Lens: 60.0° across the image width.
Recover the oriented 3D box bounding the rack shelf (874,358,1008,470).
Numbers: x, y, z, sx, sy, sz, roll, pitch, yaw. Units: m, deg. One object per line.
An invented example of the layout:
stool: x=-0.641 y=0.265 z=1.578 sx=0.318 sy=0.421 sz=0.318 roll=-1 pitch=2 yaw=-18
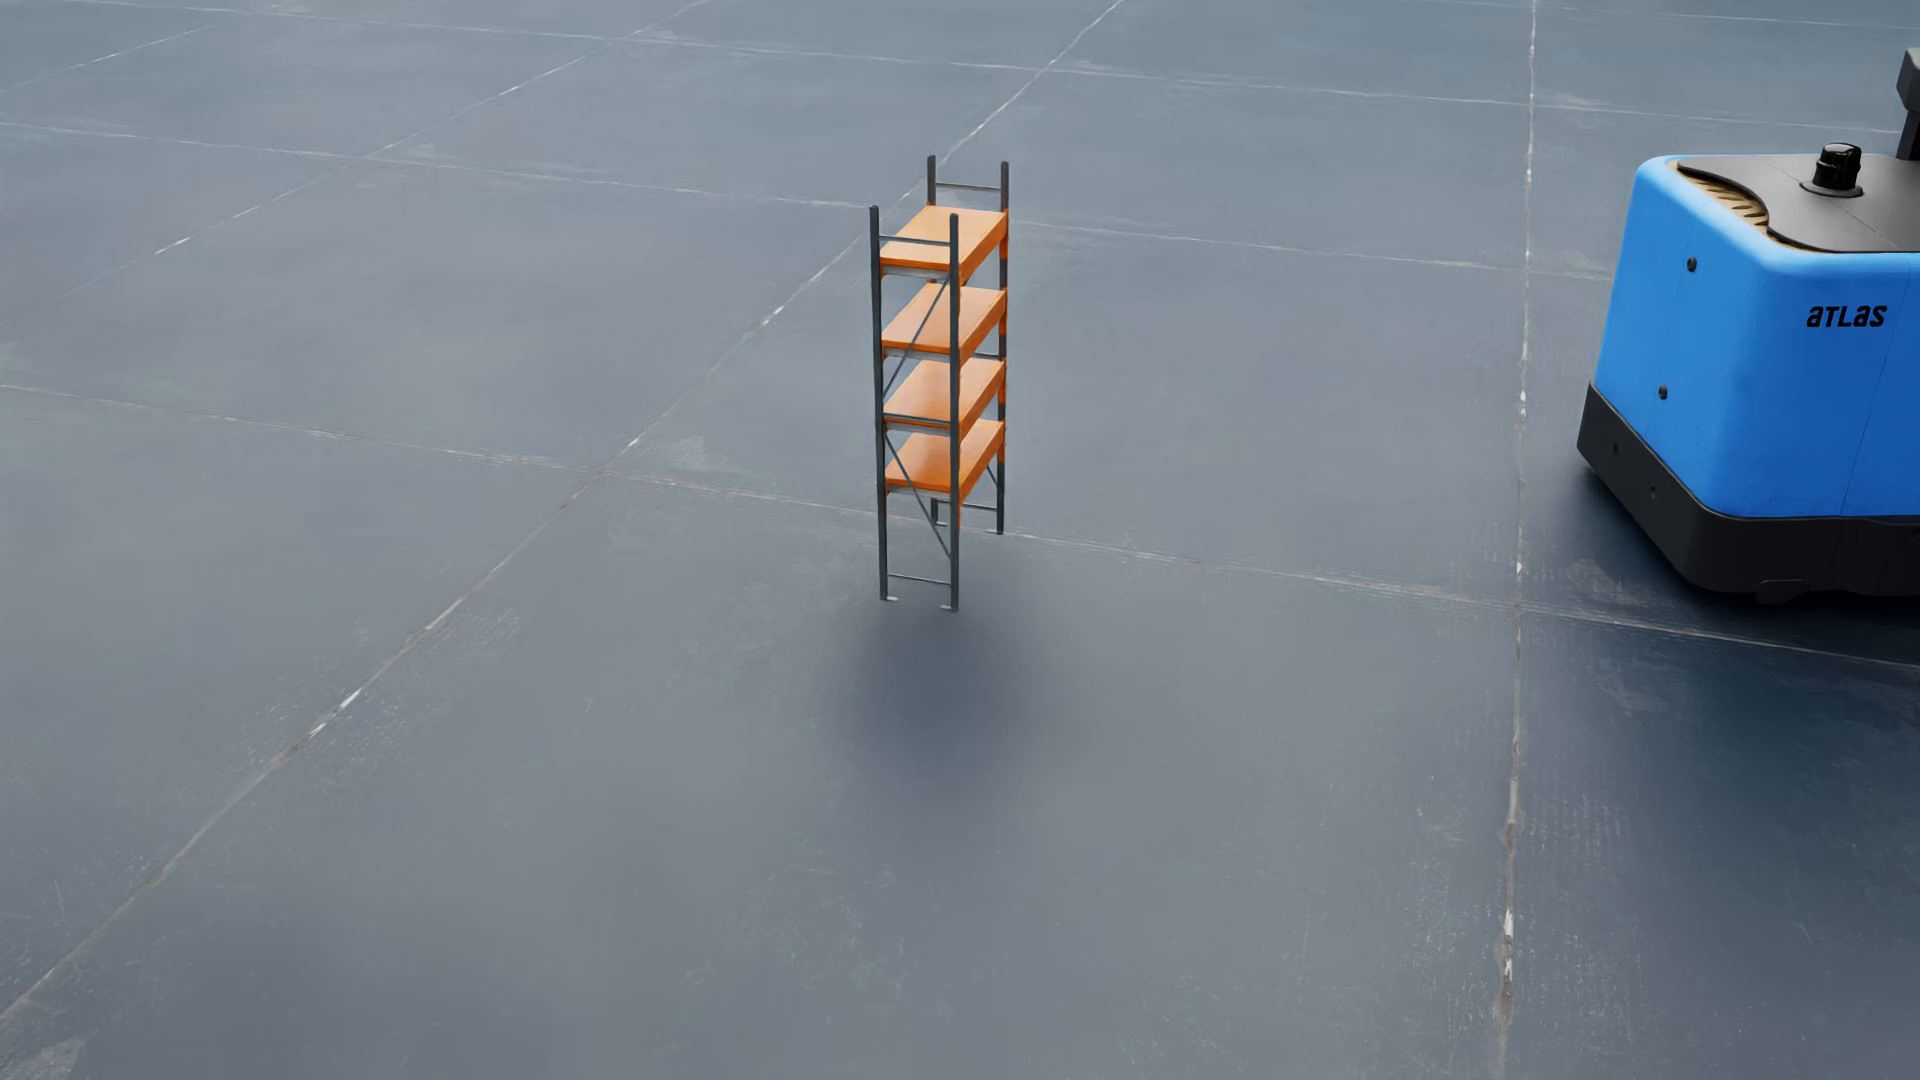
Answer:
rack shelf: x=-0.049 y=-0.389 z=4.853 sx=0.258 sy=0.148 sz=0.480 roll=8 pitch=30 yaw=15

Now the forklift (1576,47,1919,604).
forklift: x=3.628 y=-1.344 z=4.651 sx=3.031 sy=2.935 sz=1.130 roll=-1 pitch=29 yaw=-2

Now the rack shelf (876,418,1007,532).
rack shelf: x=-0.049 y=-0.215 z=4.949 sx=0.258 sy=0.148 sz=0.480 roll=8 pitch=30 yaw=15

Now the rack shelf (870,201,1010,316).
rack shelf: x=-0.049 y=-0.791 z=4.629 sx=0.258 sy=0.148 sz=0.480 roll=8 pitch=30 yaw=15

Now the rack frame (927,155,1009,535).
rack frame: x=0.023 y=-0.561 z=5.024 sx=0.240 sy=1.200 sz=0.015 roll=8 pitch=30 yaw=15

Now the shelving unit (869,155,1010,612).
shelving unit: x=-0.049 y=-0.447 z=4.820 sx=0.258 sy=1.200 sz=0.503 roll=8 pitch=30 yaw=15

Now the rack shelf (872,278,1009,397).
rack shelf: x=-0.049 y=-0.584 z=4.744 sx=0.258 sy=0.148 sz=0.480 roll=8 pitch=30 yaw=15

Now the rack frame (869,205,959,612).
rack frame: x=-0.120 y=-0.334 z=4.616 sx=0.240 sy=1.200 sz=0.015 roll=8 pitch=30 yaw=15
